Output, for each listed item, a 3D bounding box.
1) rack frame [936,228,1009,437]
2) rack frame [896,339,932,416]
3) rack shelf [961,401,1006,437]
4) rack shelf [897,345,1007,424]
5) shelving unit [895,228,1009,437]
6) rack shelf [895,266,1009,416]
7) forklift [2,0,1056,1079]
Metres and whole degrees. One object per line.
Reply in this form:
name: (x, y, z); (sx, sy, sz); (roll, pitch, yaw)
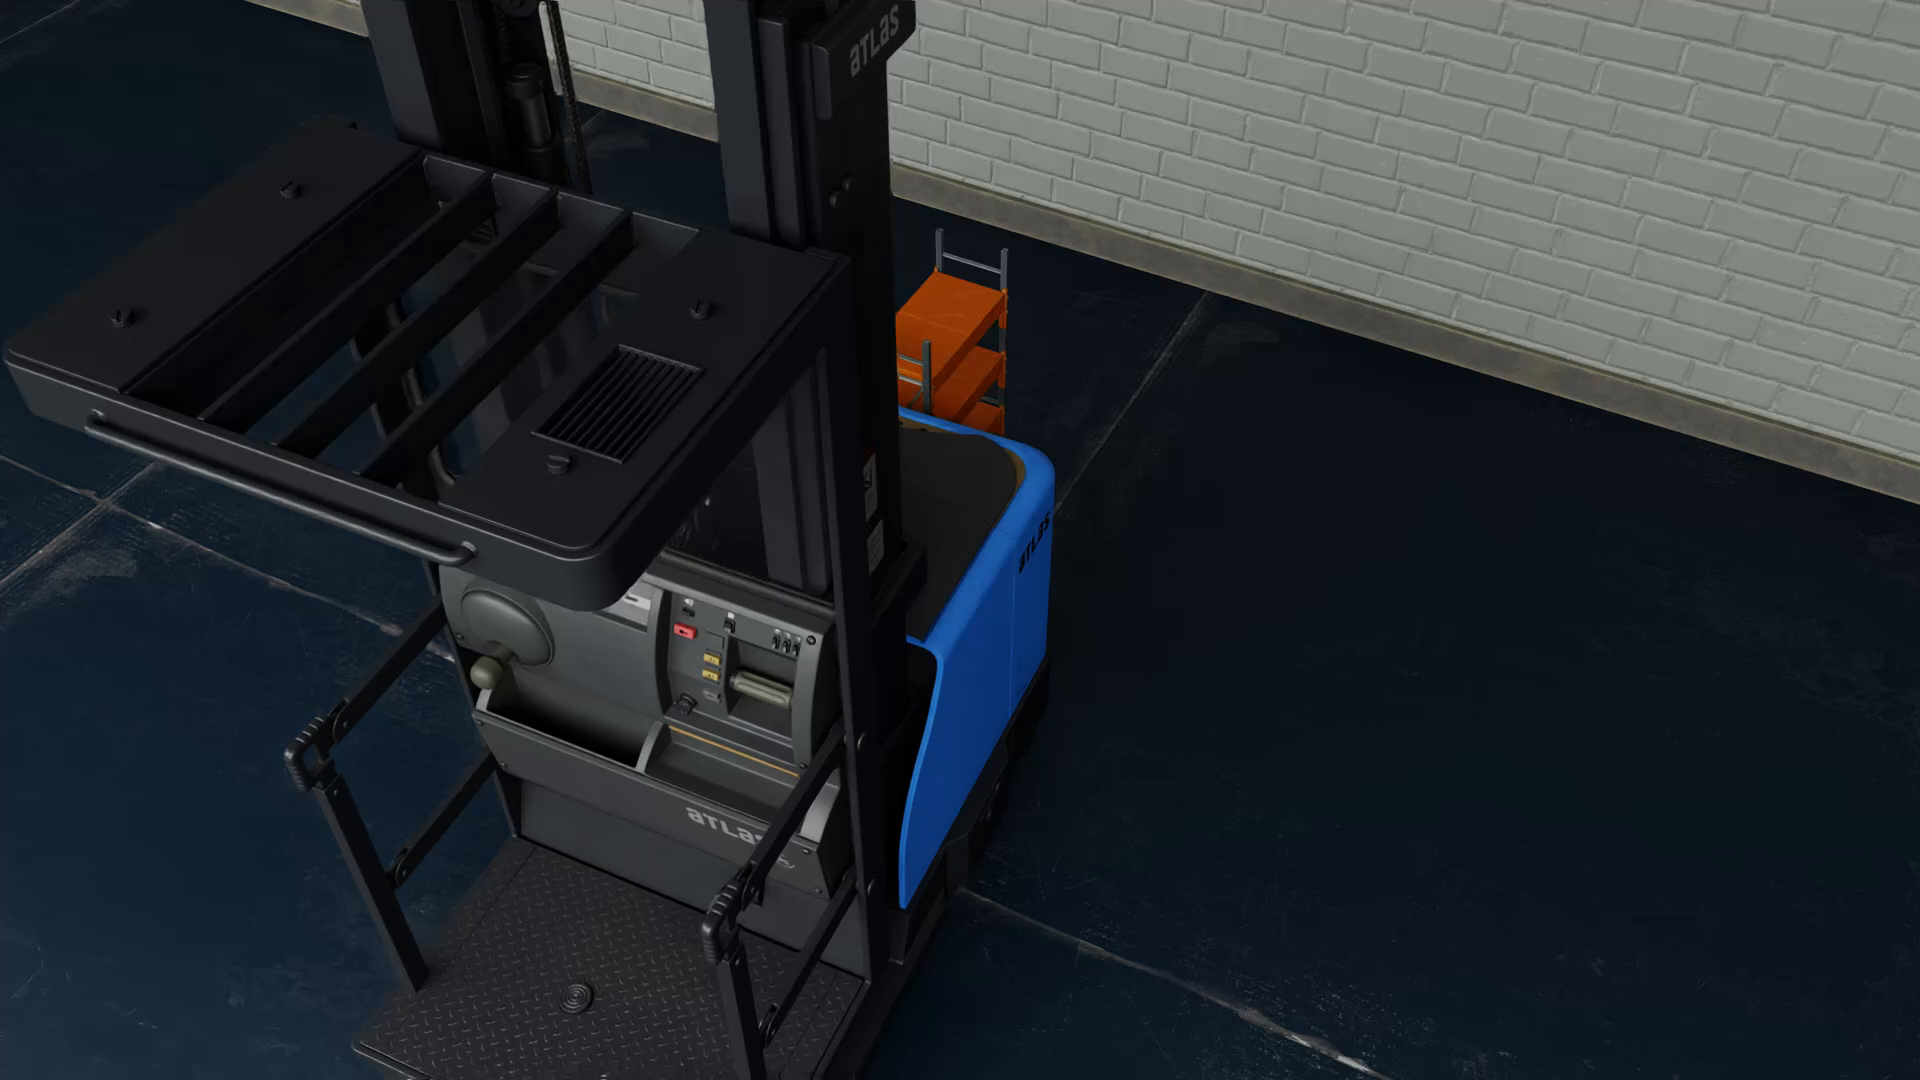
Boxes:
rack frame: (0.036, -0.471, 5.372); (0.240, 1.200, 0.015); (20, 49, 19)
rack frame: (-0.190, -0.164, 5.068); (0.240, 1.200, 0.015); (20, 49, 19)
rack shelf: (-0.077, -0.270, 5.268); (0.258, 0.148, 0.480); (20, 49, 19)
rack shelf: (-0.077, -0.427, 5.109); (0.258, 0.148, 0.480); (20, 49, 19)
shelving unit: (-0.077, -0.317, 5.220); (0.258, 1.200, 0.503); (20, 49, 19)
rack shelf: (-0.077, -0.594, 4.941); (0.258, 0.148, 0.480); (20, 49, 19)
forklift: (-0.796, 0.300, 3.393); (1.130, 2.935, 3.031); (18, 48, 17)
